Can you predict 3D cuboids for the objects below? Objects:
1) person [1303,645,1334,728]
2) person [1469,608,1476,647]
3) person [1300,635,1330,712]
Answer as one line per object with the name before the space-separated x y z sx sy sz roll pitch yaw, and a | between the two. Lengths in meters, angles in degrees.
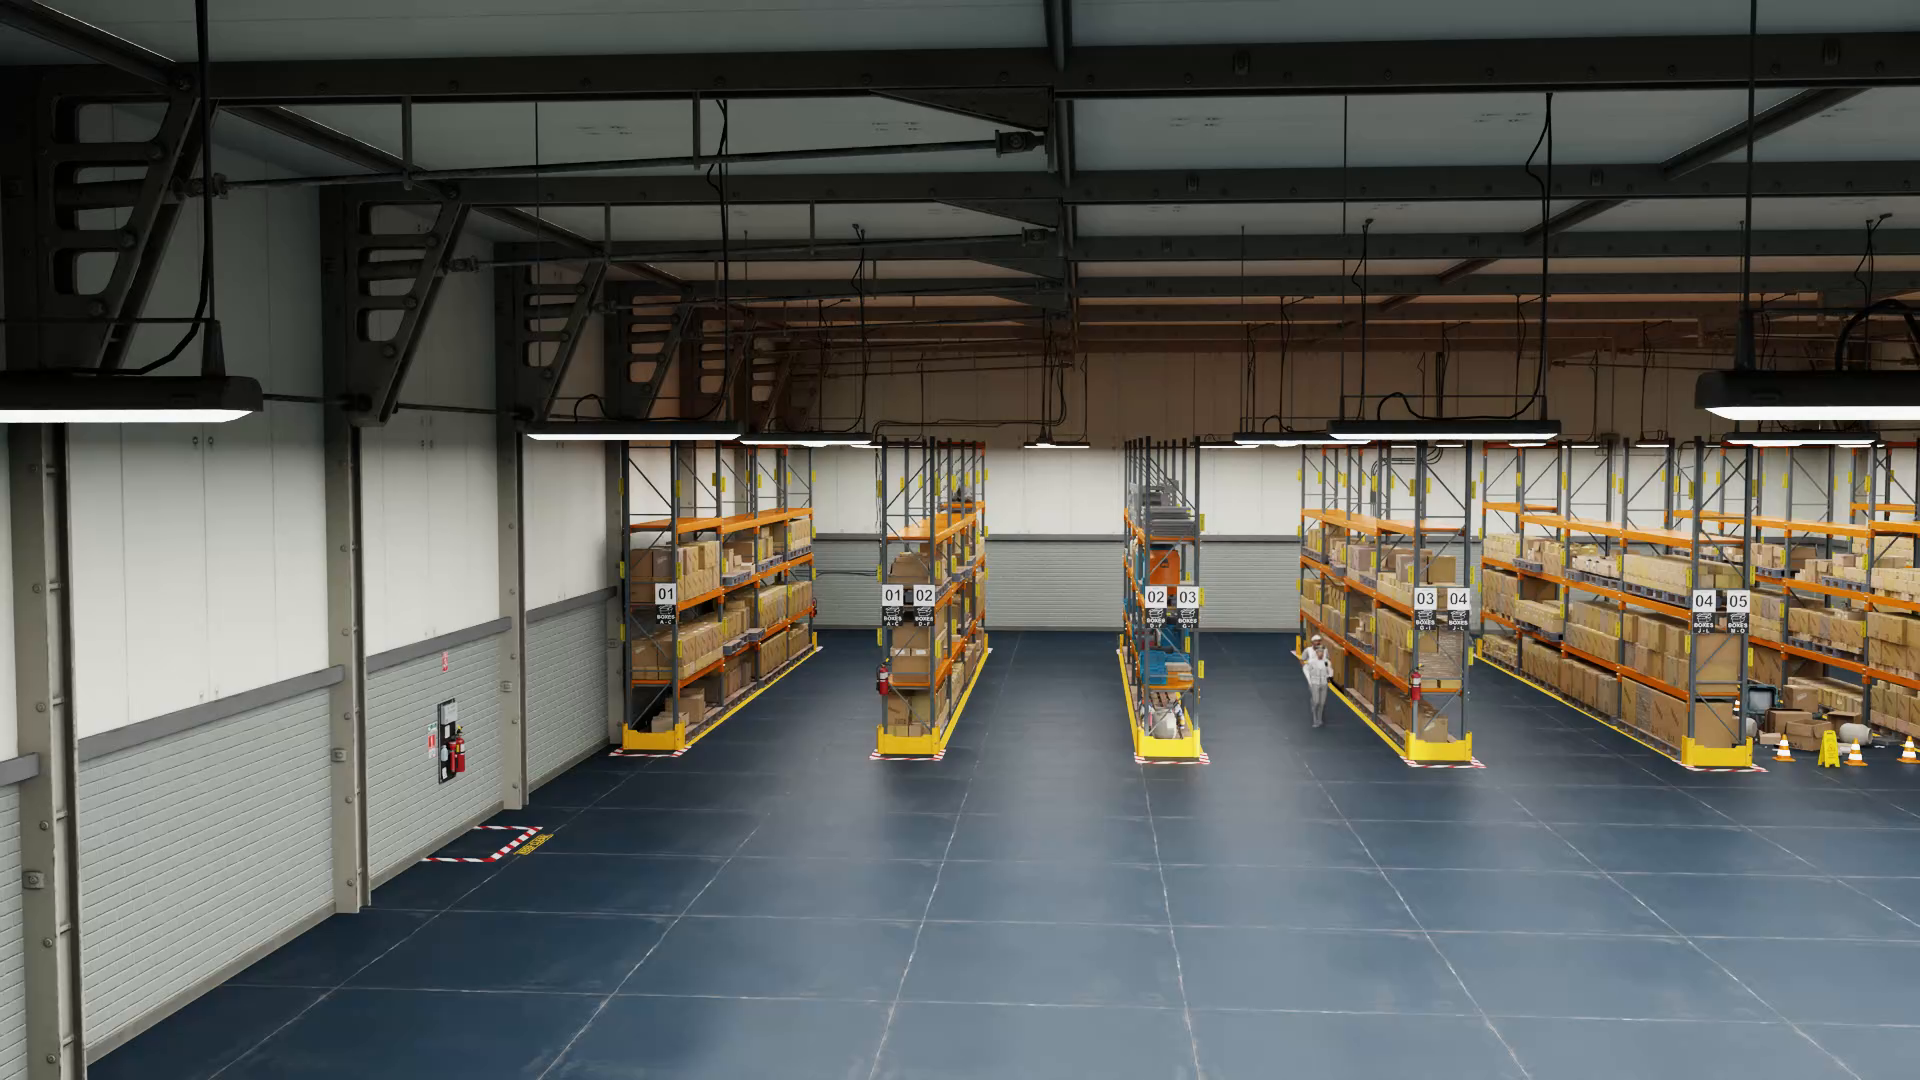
person | 7.467 3.051 34.573 0.603 1.751 0.629 0 3 0
person | 14.280 2.392 47.146 0.899 1.656 0.637 -1 3 -18
person | 7.698 2.922 35.969 0.683 1.741 0.585 0 3 1
